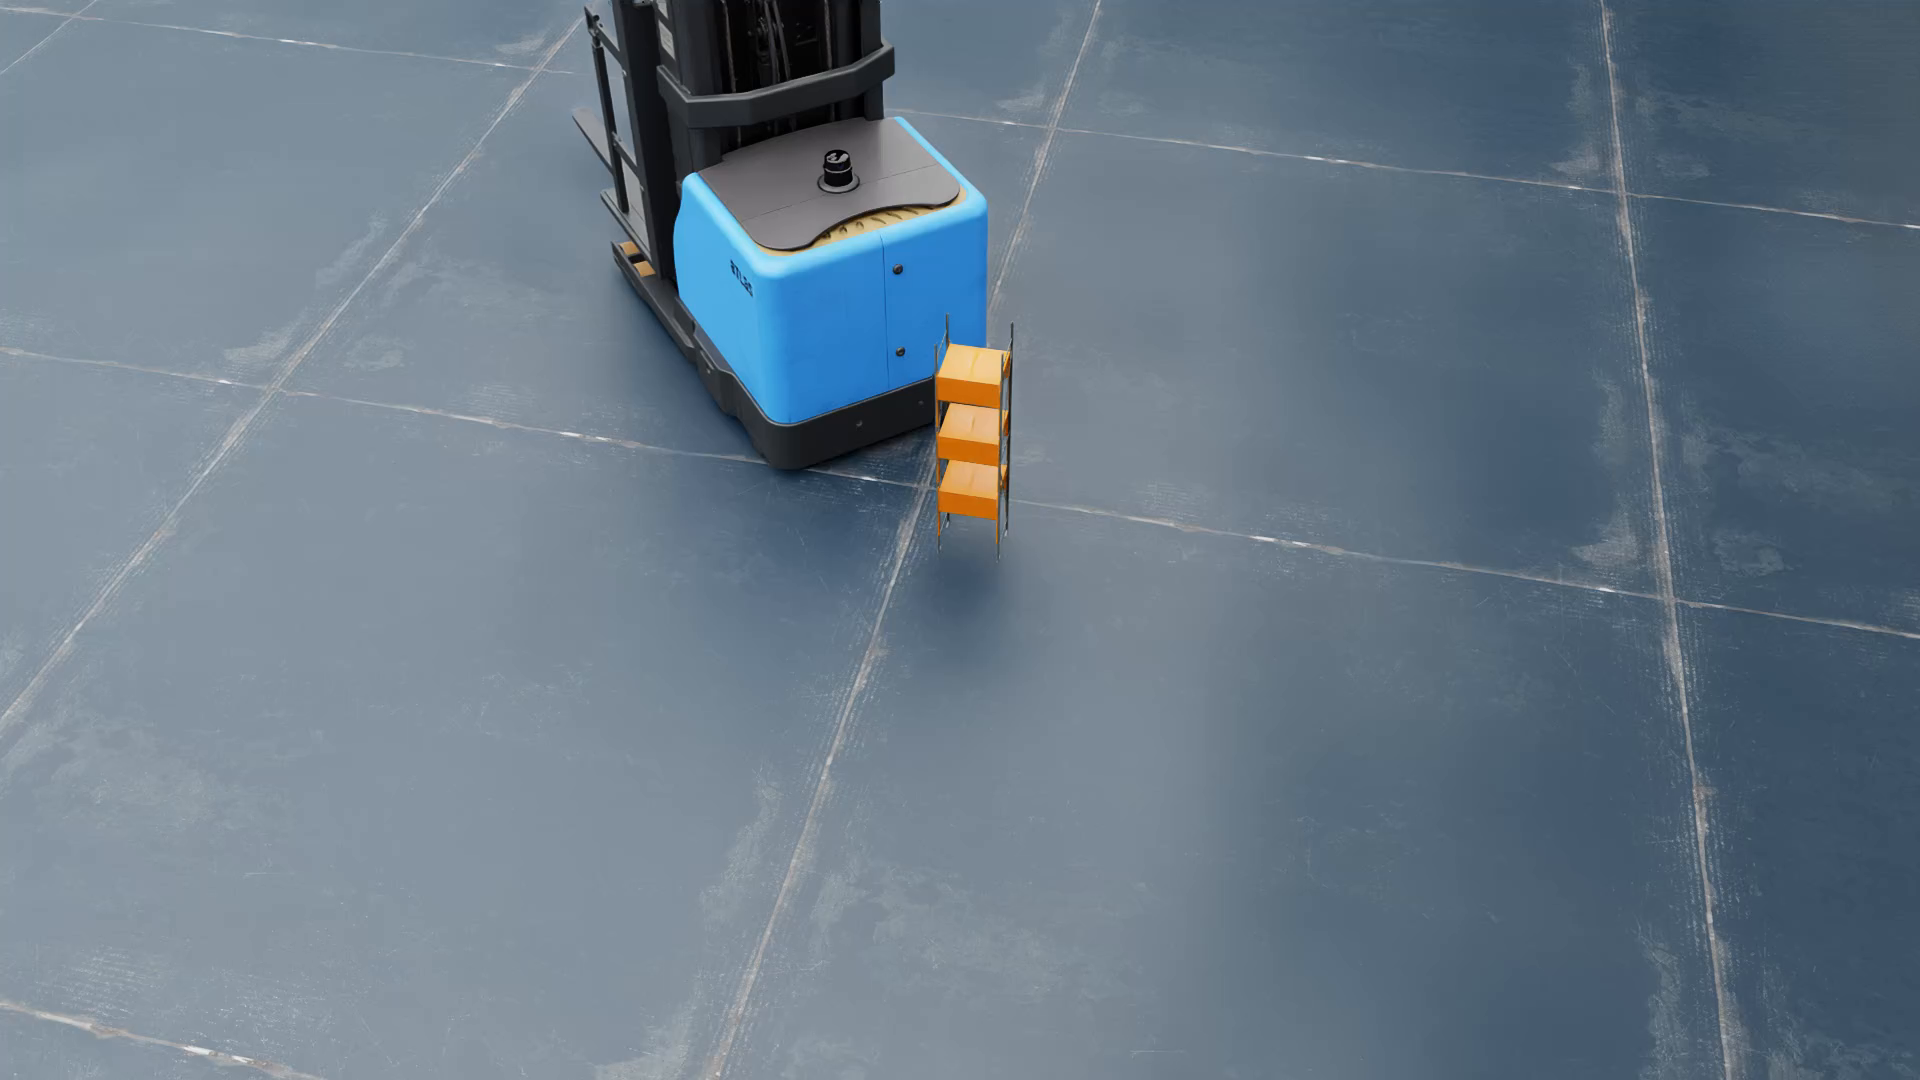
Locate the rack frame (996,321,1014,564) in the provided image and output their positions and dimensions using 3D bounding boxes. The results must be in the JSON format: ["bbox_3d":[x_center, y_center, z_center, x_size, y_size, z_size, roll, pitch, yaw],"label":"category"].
[{"bbox_3d":[0.171,-0.352,6.358,0.008,1.050,0.200,9,45,9],"label":"rack frame"}]

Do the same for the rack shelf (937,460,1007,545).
[{"bbox_3d":[0.052,-0.162,6.578,0.240,0.259,0.215,9,45,9],"label":"rack shelf"}]

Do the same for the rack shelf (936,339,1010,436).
[{"bbox_3d":[0.052,-0.567,6.188,0.240,0.259,0.215,9,45,9],"label":"rack shelf"}]

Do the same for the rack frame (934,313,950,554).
[{"bbox_3d":[-0.067,-0.389,6.397,0.008,1.050,0.200,9,45,9],"label":"rack frame"}]

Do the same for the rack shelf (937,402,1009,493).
[{"bbox_3d":[0.052,-0.363,6.385,0.240,0.259,0.215,9,45,9],"label":"rack shelf"}]

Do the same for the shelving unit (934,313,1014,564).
[{"bbox_3d":[0.052,-0.370,6.378,0.252,1.050,0.215,9,45,9],"label":"shelving unit"}]

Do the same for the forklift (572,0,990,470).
[{"bbox_3d":[-1.026,-2.364,7.093,1.130,2.935,3.031,-21,48,-20],"label":"forklift"}]
